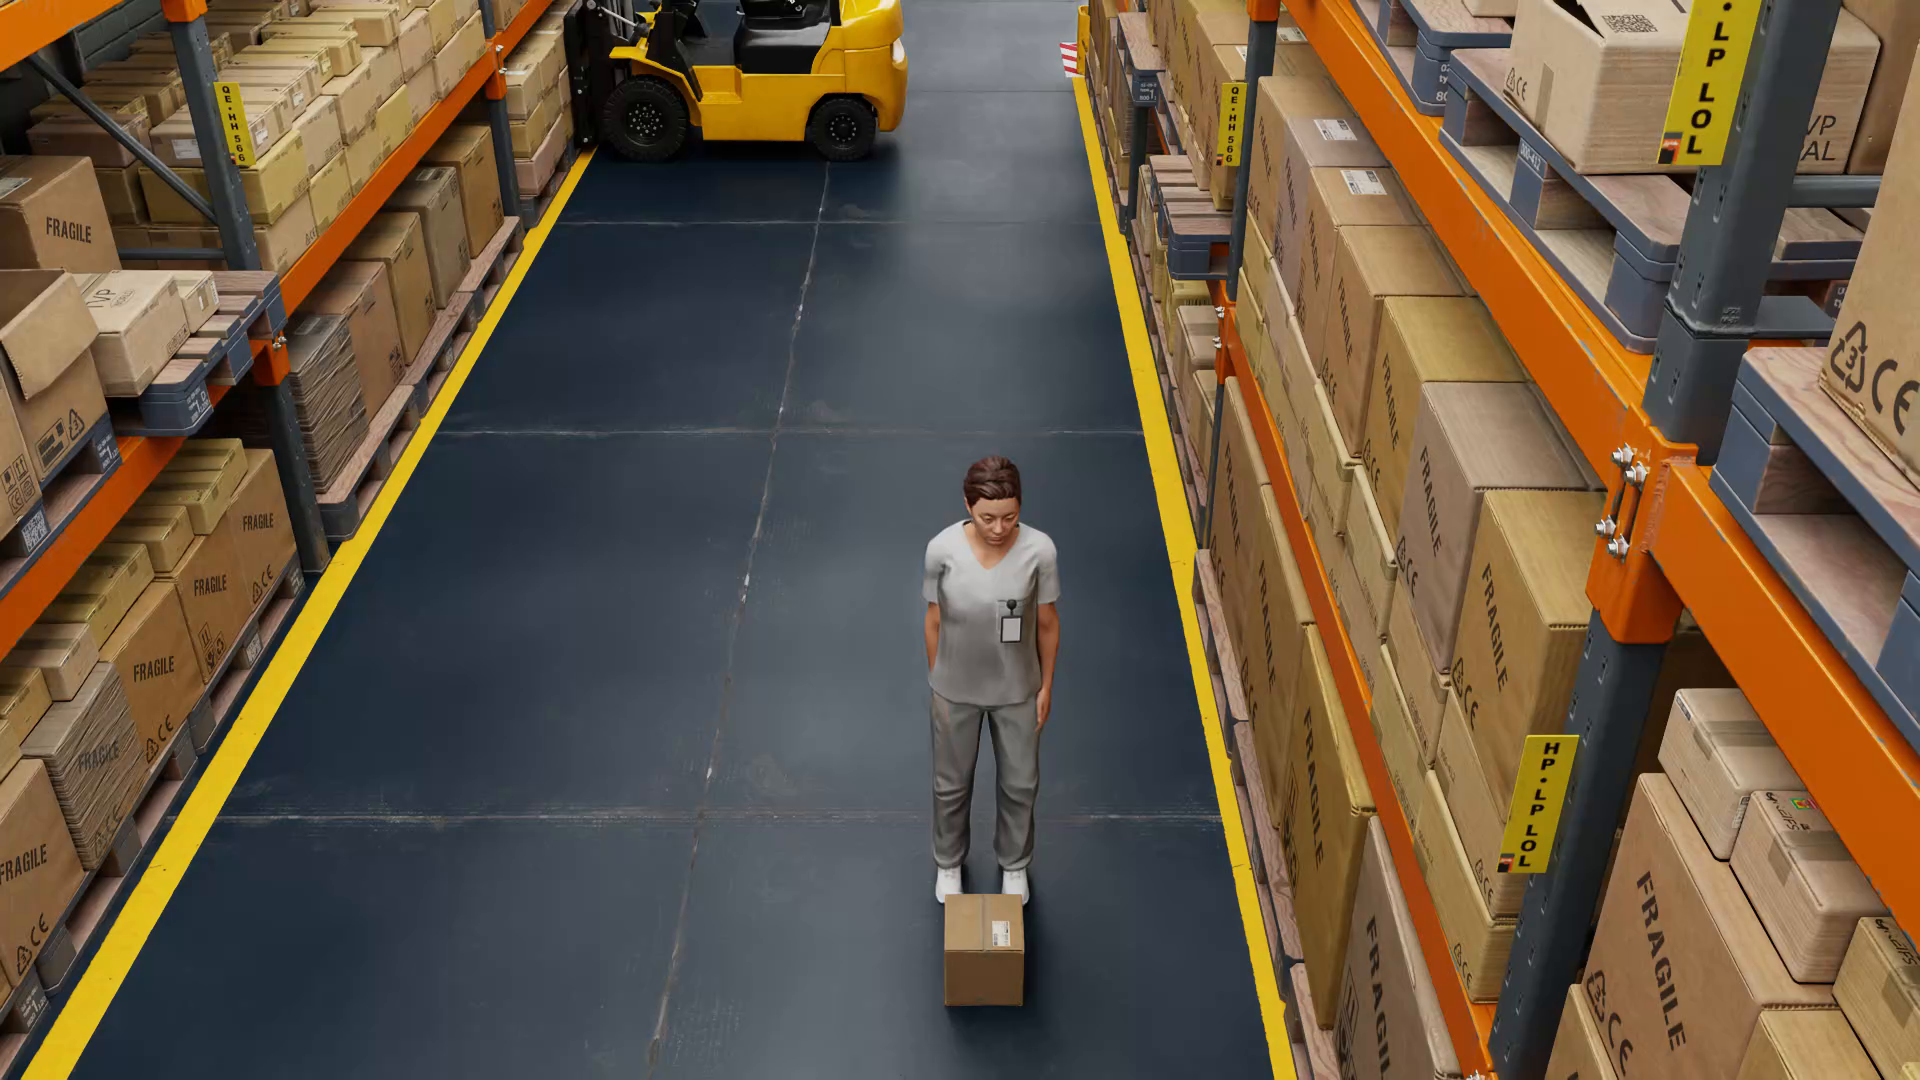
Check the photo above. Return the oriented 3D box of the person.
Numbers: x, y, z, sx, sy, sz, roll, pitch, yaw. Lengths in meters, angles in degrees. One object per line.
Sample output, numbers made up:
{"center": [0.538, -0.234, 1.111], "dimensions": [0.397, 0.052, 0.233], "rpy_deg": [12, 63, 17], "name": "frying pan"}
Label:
{"center": [0.099, 0.465, 5.389], "dimensions": [0.440, 1.673, 0.365], "rpy_deg": [0, 32, 1], "name": "person"}
